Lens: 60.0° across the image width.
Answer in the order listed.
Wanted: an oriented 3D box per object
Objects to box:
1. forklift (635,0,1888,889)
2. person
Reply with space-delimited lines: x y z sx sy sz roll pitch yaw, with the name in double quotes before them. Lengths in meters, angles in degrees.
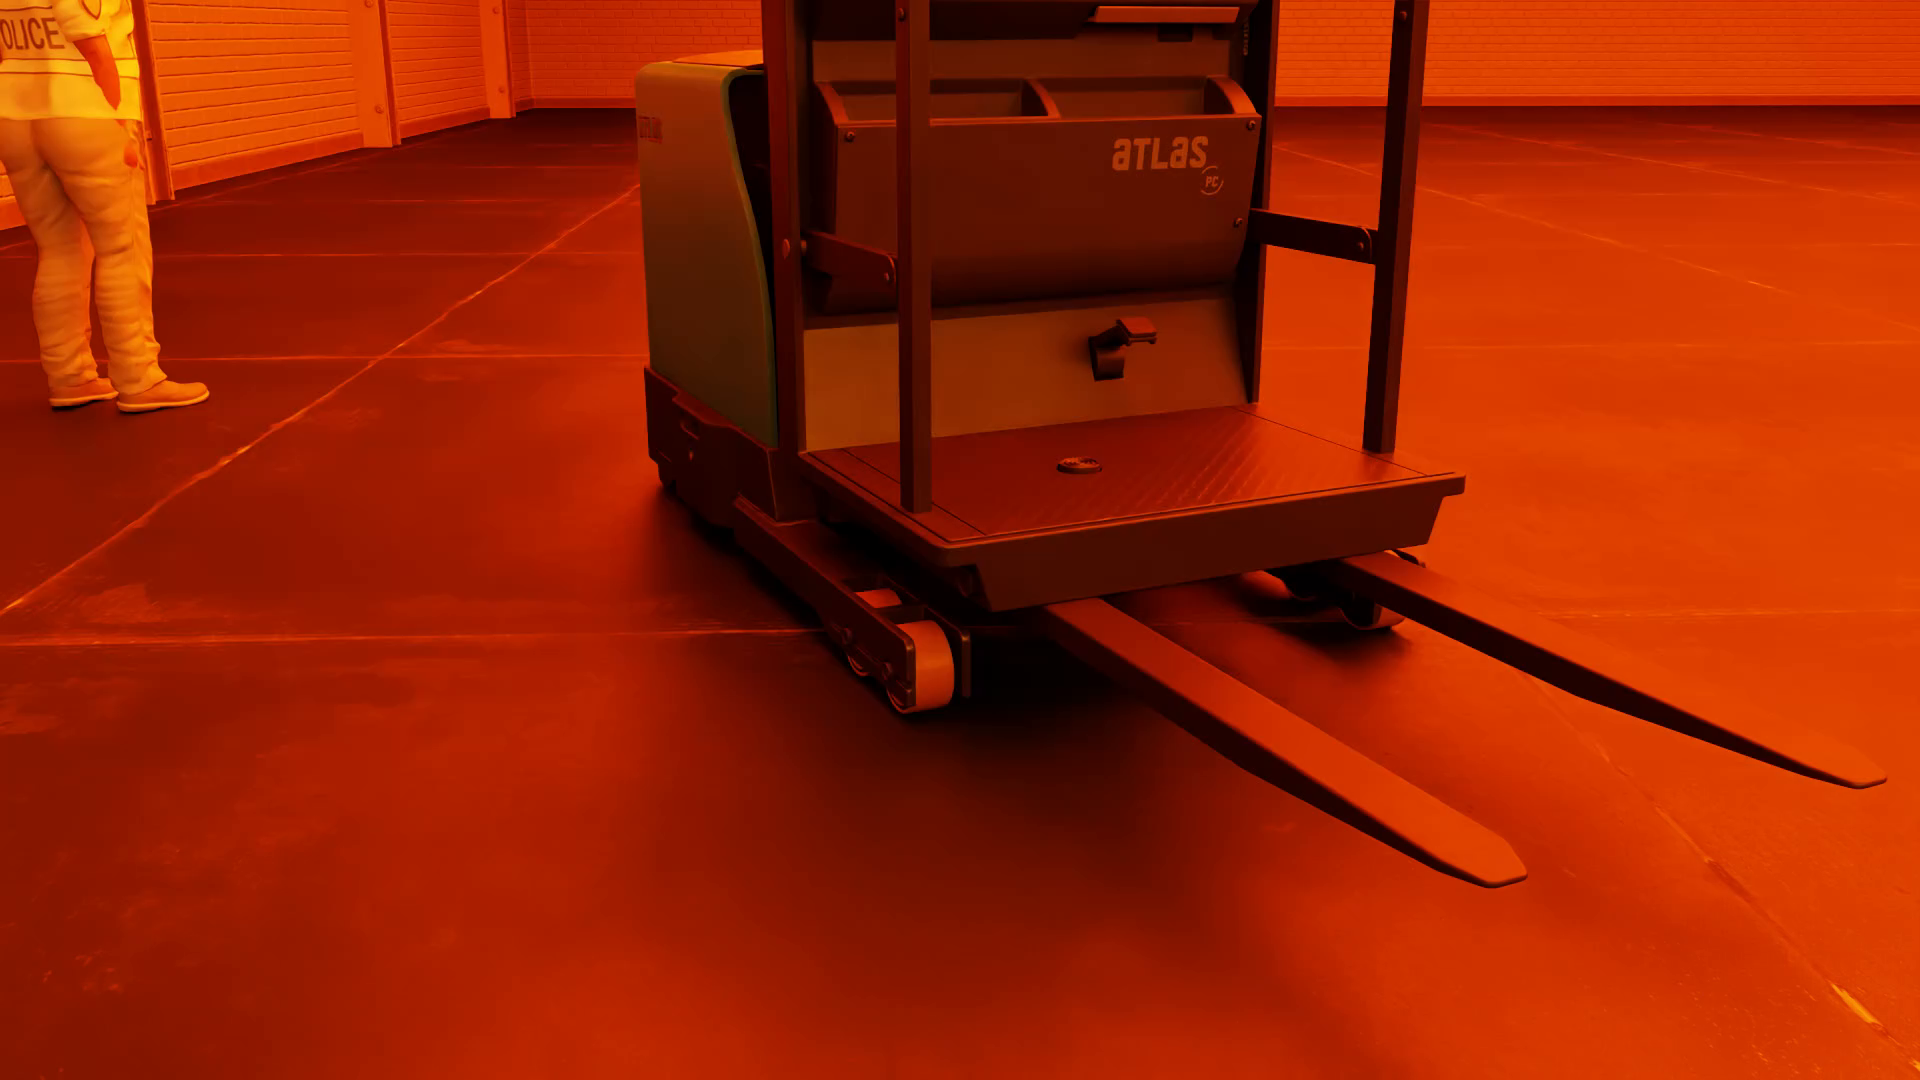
"forklift" 0.258 -1.240 2.962 1.130 2.935 3.031 -8 19 -24
"person" -2.710 -1.227 5.098 0.482 1.667 0.392 6 18 18
